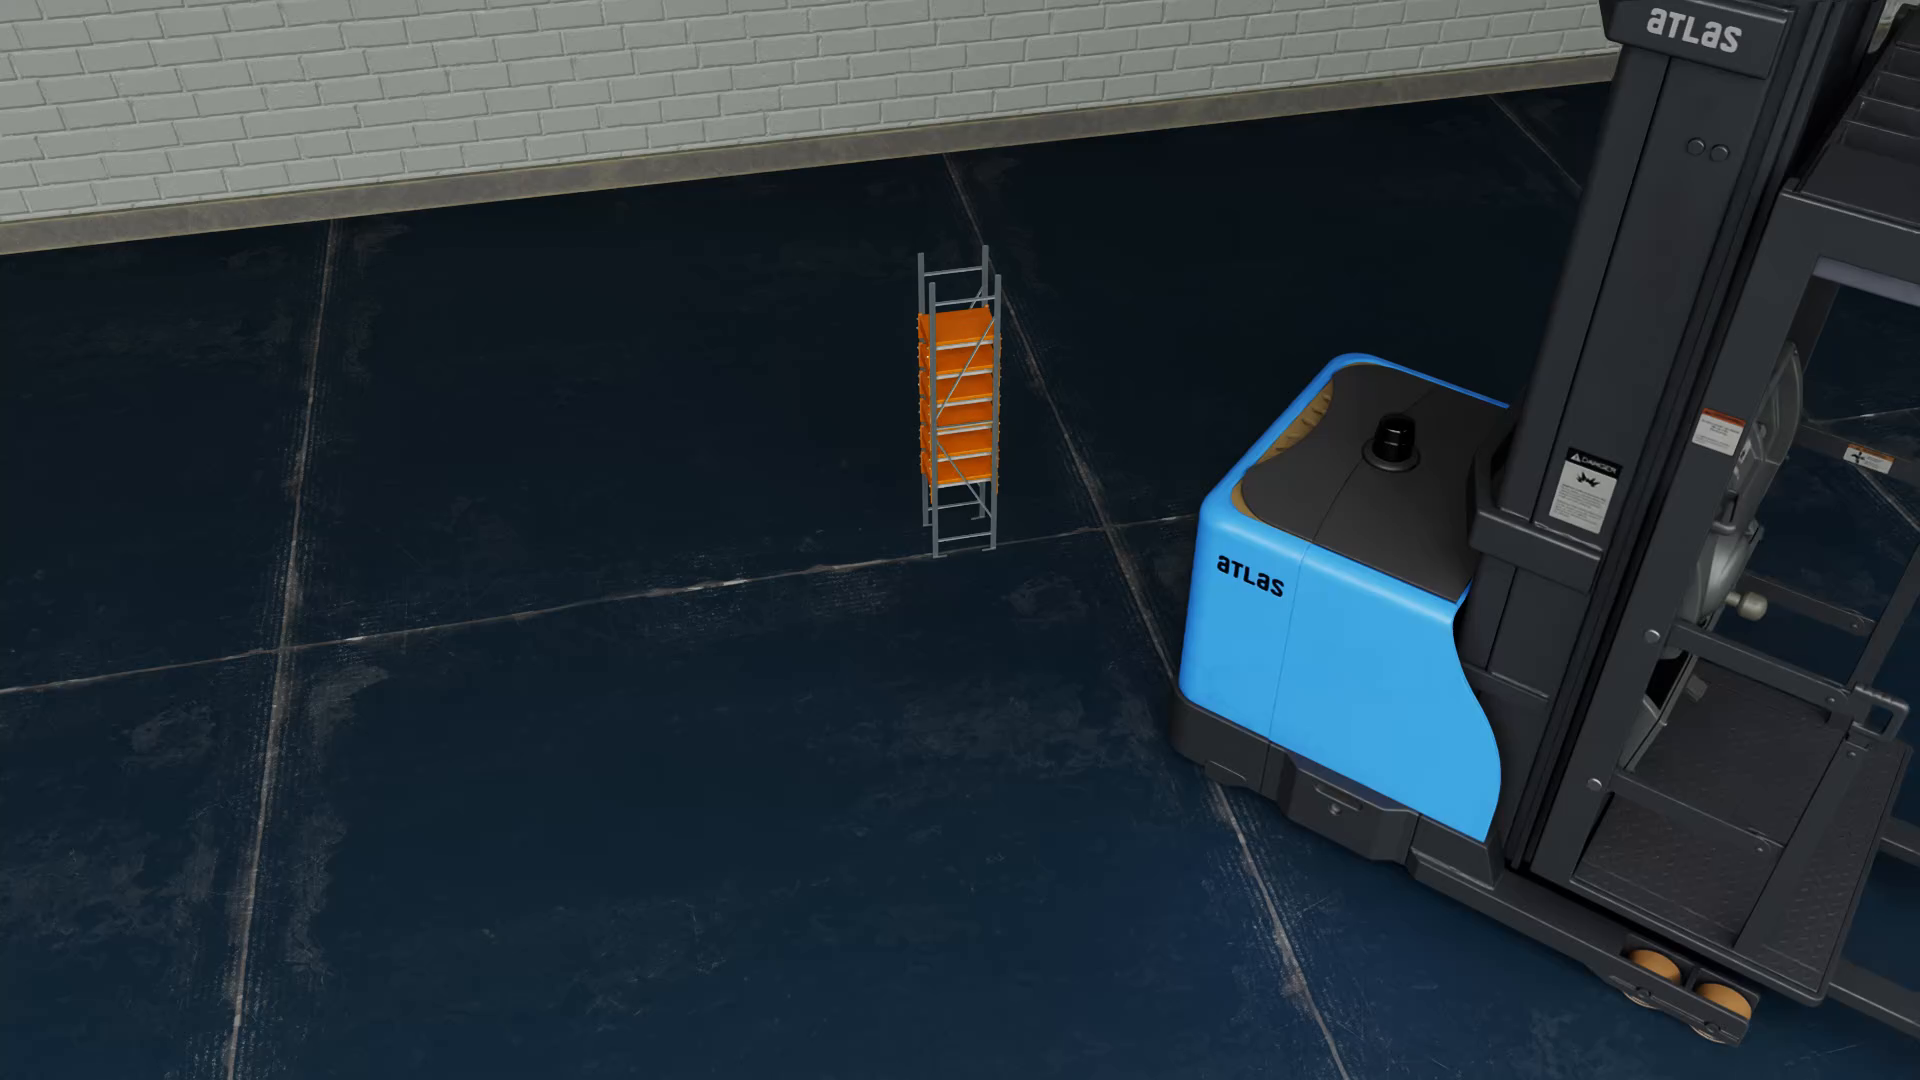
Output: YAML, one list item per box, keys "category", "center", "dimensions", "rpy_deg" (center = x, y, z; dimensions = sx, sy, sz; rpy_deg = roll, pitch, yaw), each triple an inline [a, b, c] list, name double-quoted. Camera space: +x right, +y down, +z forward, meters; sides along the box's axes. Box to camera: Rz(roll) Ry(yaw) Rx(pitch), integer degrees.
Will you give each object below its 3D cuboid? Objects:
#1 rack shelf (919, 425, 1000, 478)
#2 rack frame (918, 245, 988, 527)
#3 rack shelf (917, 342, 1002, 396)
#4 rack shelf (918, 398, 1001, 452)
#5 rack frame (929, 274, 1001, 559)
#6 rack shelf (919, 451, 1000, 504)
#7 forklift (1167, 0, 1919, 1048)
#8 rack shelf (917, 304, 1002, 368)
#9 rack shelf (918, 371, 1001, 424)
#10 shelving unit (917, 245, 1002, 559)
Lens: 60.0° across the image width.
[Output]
- category: "rack shelf"
  center: [-0.003, -0.335, 5.971]
  dimensions: [0.258, 0.103, 0.180]
  rpy_deg: [-8, 42, -9]
- category: "rack frame"
  center: [-0.023, -0.517, 5.929]
  dimensions: [0.240, 1.200, 0.006]
  rpy_deg: [-8, 42, -9]
- category: "rack shelf"
  center: [-0.003, -0.604, 5.732]
  dimensions: [0.258, 0.103, 0.180]
  rpy_deg: [-8, 42, -9]
- category: "rack shelf"
  center: [-0.003, -0.425, 5.892]
  dimensions: [0.258, 0.103, 0.180]
  rpy_deg: [-8, 42, -9]
- category: "rack frame"
  center: [0.017, -0.399, 5.795]
  dimensions: [0.240, 1.200, 0.006]
  rpy_deg: [-8, 42, -9]
- category: "rack shelf"
  center: [-0.003, -0.245, 6.051]
  dimensions: [0.258, 0.103, 0.180]
  rpy_deg: [-8, 42, -9]
- category: "forklift"
  center: [2.175, -0.095, 4.149]
  dimensions: [3.031, 2.935, 1.130]
  rpy_deg: [25, 47, 25]
- category: "rack shelf"
  center: [-0.003, -0.694, 5.653]
  dimensions: [0.258, 0.103, 0.180]
  rpy_deg: [-8, 42, -9]
- category: "rack shelf"
  center: [-0.003, -0.515, 5.812]
  dimensions: [0.258, 0.103, 0.180]
  rpy_deg: [-8, 42, -9]
- category: "shelving unit"
  center: [-0.003, -0.458, 5.862]
  dimensions: [0.258, 1.200, 0.189]
  rpy_deg: [-8, 42, -9]
